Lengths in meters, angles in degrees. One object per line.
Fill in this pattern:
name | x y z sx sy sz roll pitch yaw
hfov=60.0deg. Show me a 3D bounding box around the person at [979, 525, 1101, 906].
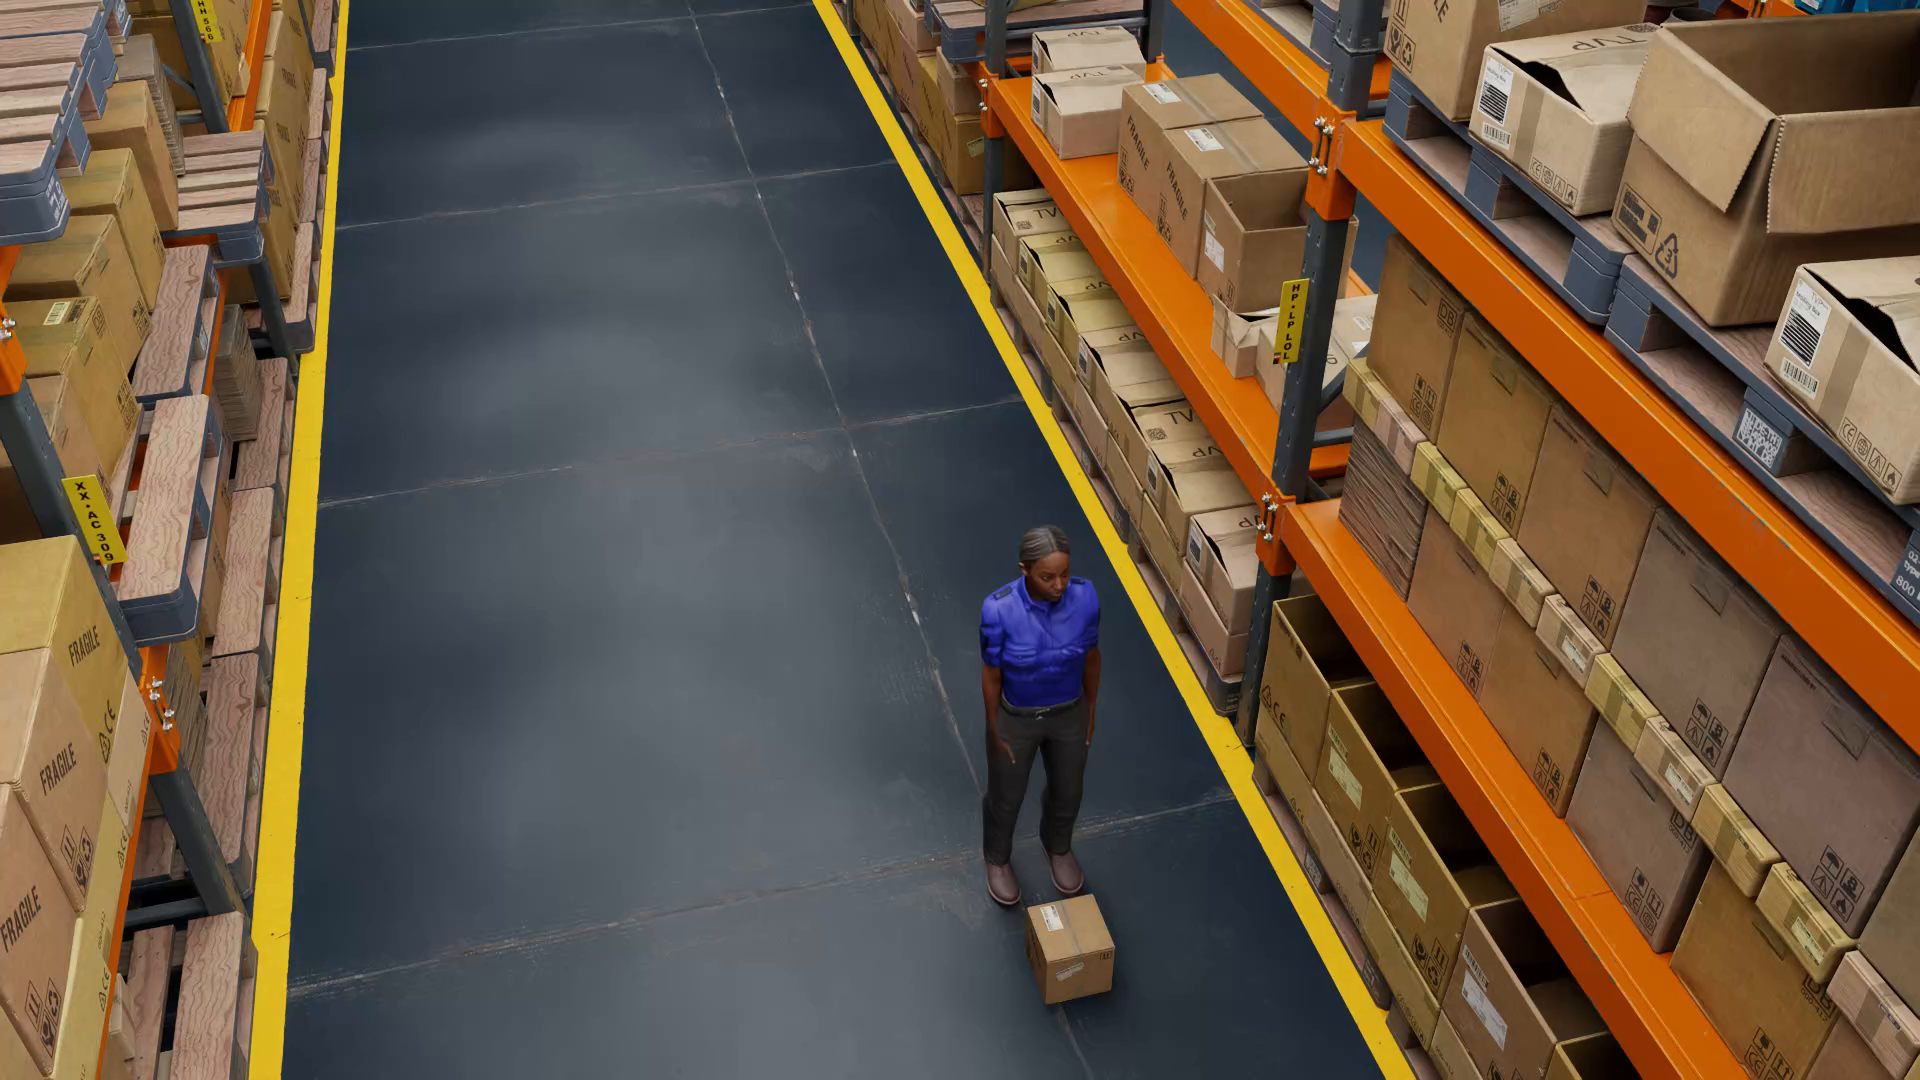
person | 0.289 0.631 5.924 0.436 1.657 0.316 -9 39 -11
